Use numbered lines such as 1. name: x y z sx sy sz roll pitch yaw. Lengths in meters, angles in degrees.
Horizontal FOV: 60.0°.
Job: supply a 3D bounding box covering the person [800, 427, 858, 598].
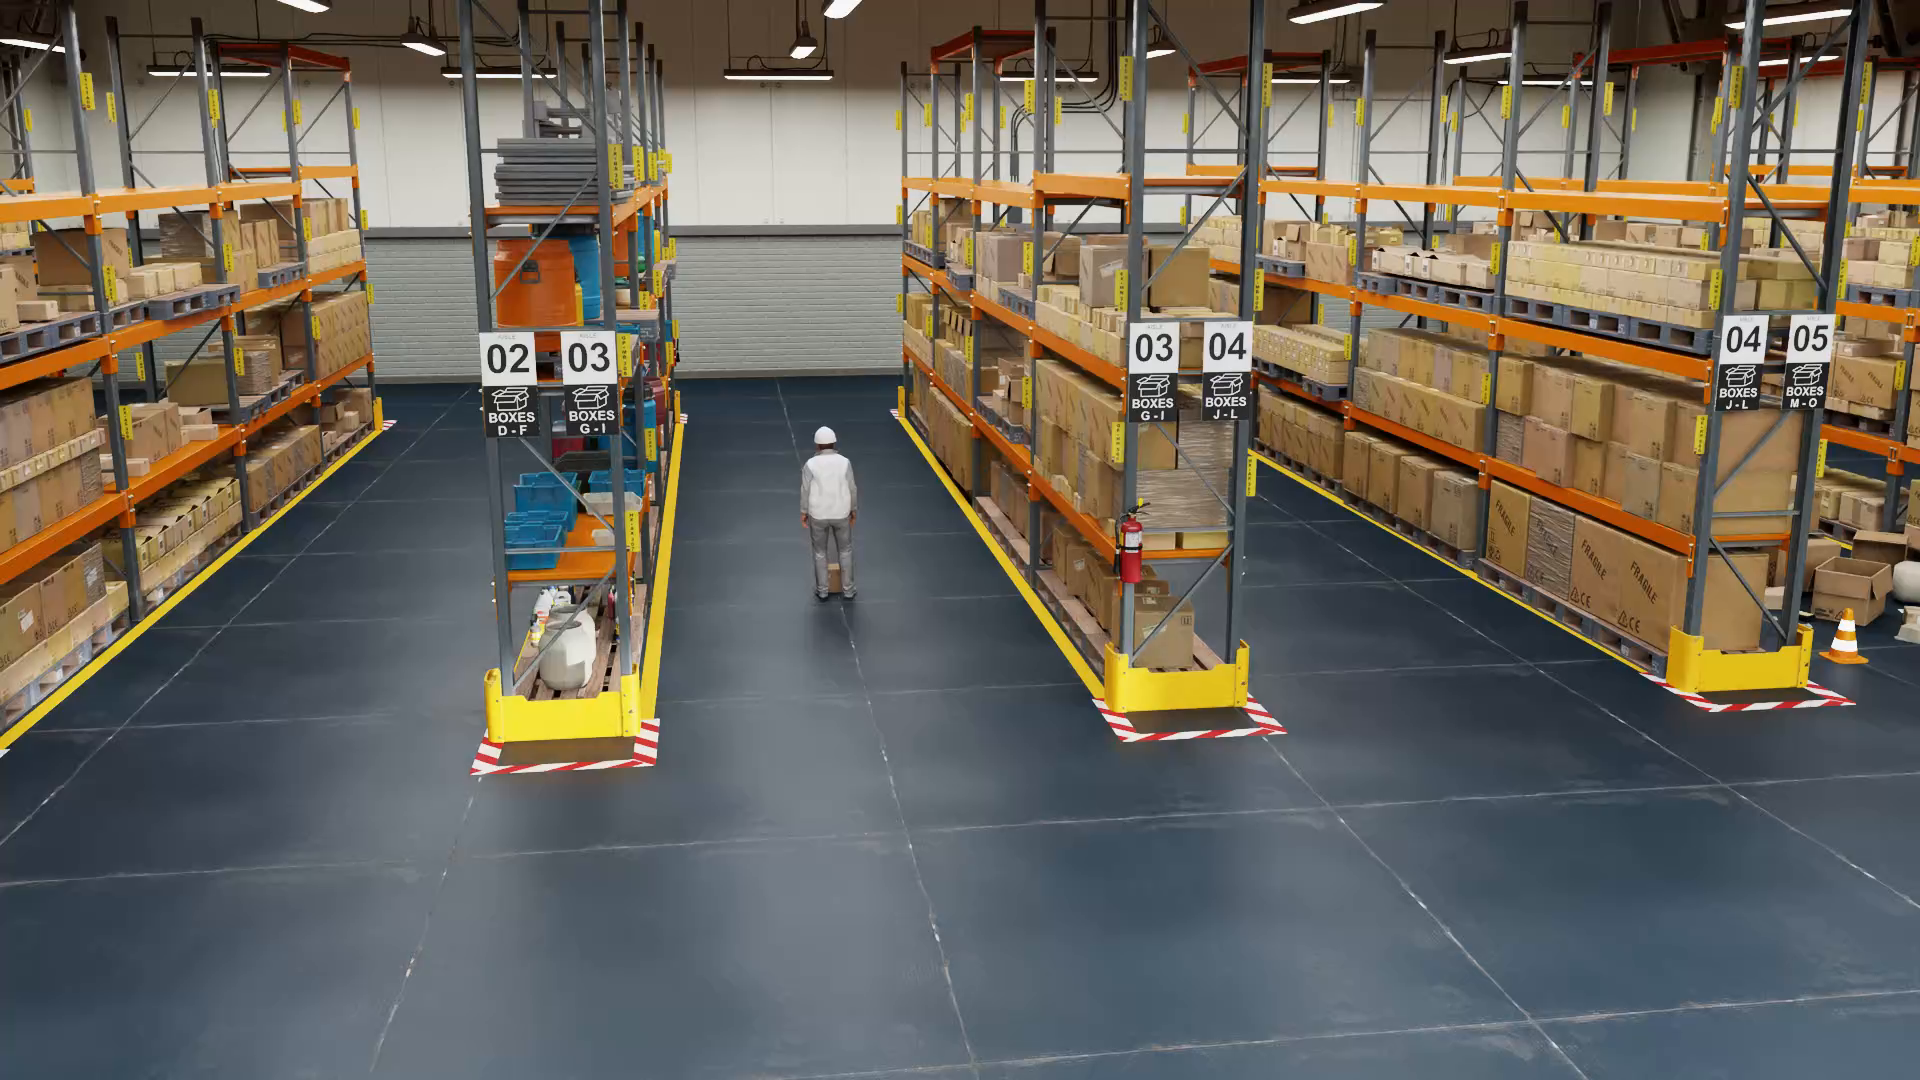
1. person: -1.349 -0.281 17.133 0.593 1.773 0.467 -3 13 -11
